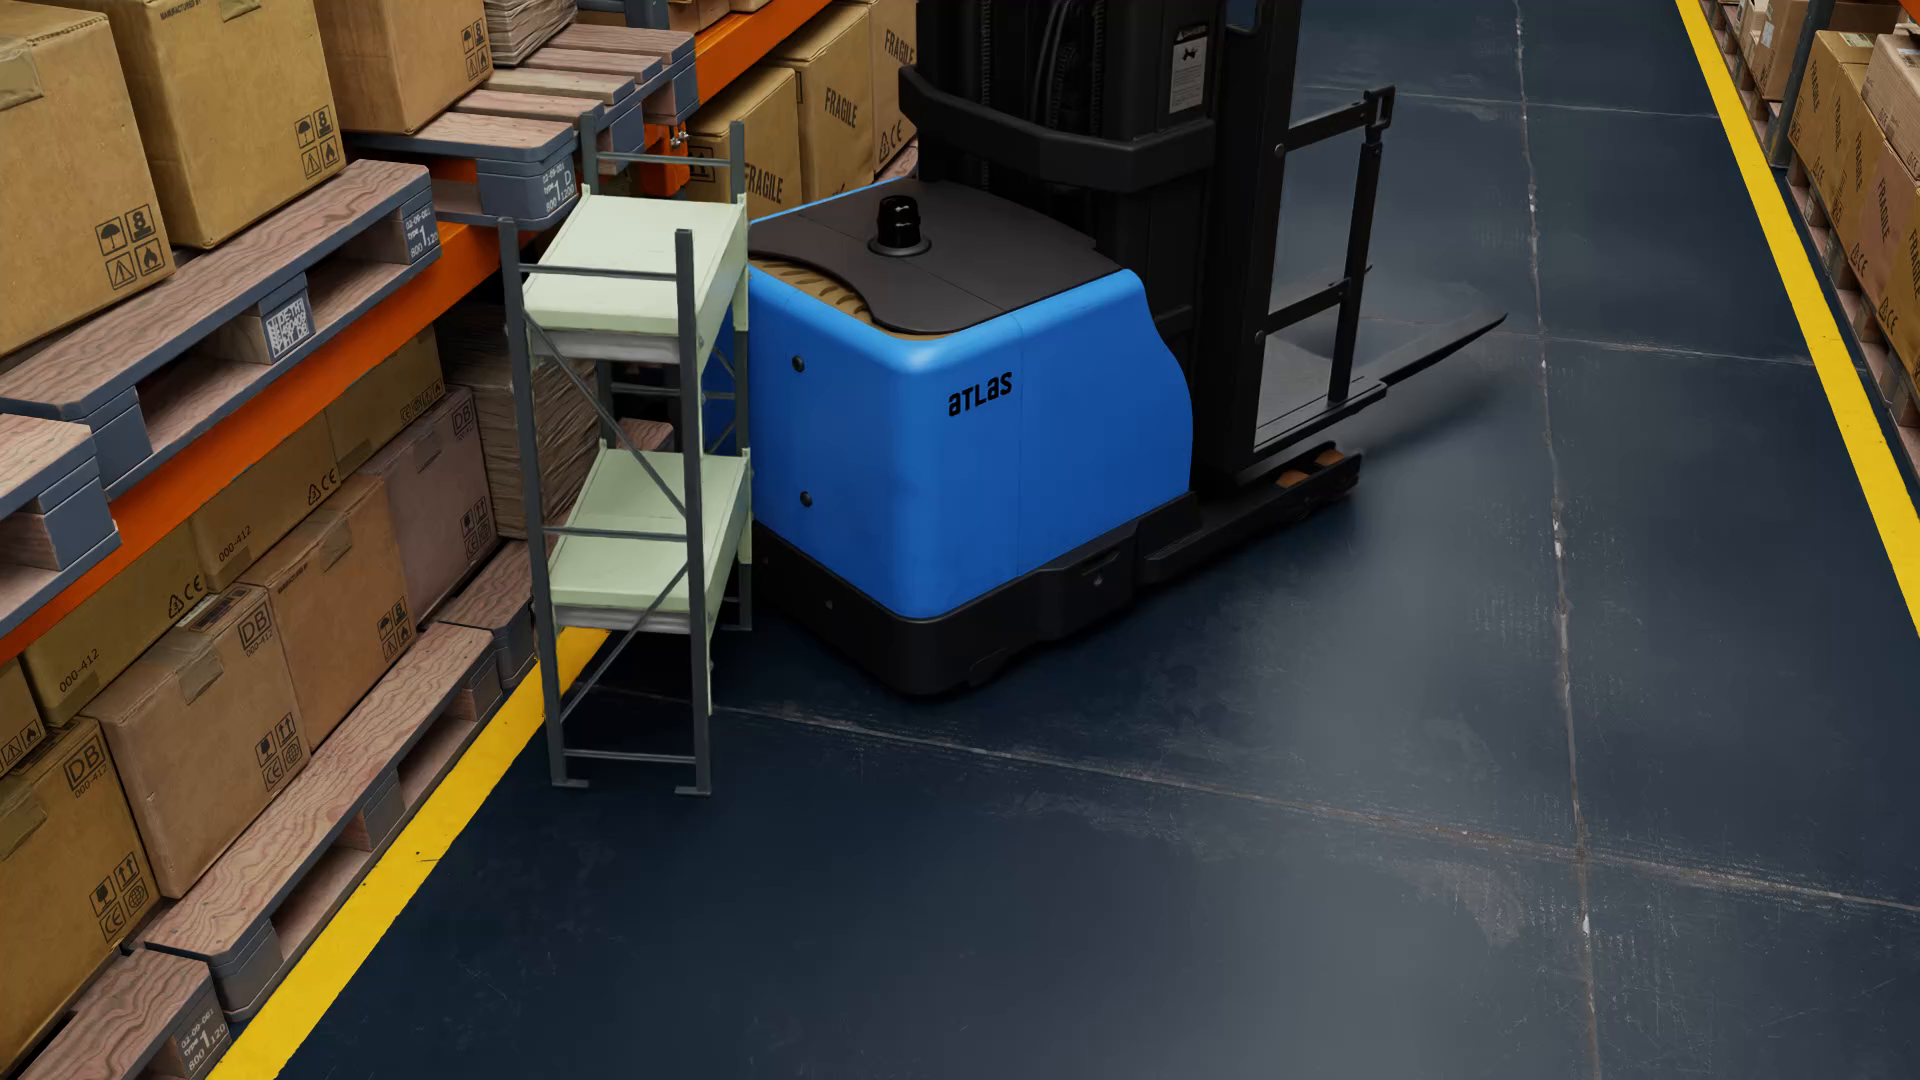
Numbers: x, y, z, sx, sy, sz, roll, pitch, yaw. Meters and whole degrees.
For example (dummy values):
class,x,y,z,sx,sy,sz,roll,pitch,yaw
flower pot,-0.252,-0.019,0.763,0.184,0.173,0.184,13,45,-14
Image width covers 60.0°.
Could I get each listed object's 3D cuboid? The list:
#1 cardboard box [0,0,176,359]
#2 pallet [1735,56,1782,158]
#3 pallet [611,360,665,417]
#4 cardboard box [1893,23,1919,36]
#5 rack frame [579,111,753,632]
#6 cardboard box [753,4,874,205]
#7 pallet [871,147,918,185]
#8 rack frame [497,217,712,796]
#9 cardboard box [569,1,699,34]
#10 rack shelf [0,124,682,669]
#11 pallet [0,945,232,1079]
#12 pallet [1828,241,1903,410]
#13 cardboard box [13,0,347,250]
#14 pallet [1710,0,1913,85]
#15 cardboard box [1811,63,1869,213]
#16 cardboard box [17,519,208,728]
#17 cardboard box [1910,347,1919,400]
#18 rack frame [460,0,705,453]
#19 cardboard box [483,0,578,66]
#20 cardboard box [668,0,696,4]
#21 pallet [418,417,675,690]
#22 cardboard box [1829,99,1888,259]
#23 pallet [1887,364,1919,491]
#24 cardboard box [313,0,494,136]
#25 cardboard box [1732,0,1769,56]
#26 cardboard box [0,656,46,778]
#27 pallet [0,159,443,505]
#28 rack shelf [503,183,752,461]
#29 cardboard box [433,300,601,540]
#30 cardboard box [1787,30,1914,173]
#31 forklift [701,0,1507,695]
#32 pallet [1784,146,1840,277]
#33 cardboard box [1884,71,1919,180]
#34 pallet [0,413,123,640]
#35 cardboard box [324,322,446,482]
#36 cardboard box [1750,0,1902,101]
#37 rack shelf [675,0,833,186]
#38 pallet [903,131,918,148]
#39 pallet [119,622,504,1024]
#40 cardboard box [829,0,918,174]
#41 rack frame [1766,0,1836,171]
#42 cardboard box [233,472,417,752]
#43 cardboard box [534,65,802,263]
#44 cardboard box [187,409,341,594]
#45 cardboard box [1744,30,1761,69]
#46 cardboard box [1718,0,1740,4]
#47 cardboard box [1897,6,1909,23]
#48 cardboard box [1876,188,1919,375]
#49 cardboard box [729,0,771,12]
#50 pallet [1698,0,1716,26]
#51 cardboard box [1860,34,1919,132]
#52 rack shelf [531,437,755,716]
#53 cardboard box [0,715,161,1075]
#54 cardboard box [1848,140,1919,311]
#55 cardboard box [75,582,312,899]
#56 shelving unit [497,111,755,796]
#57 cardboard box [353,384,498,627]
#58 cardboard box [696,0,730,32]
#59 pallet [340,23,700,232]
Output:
class,x,y,z,sx,sy,sz,roll,pitch,yaw
cardboard box,-1.936,-0.678,3.018,0.700,0.500,0.500,13,35,19
pallet,4.614,-2.214,8.537,1.003,0.211,1.213,8,33,12
pallet,-1.096,-0.854,6.396,1.003,0.211,1.213,8,33,12
cardboard box,4.964,-2.664,8.875,0.380,0.166,0.250,8,33,12
rack frame,-0.765,-0.390,4.444,0.400,1.500,0.023,4,31,0
cardboard box,-0.827,-1.719,6.771,0.750,0.750,0.750,8,33,12
pallet,-0.784,-1.485,7.389,1.003,0.211,1.213,8,33,12
rack frame,-0.791,-0.010,3.819,0.400,1.500,0.023,4,31,0
cardboard box,-1.061,-1.674,5.302,0.380,0.149,0.250,8,33,12
rack shelf,-1.876,-0.290,3.581,1.077,0.370,4.000,8,33,12
pallet,-2.188,1.216,3.140,1.003,0.211,1.213,8,33,12
pallet,3.961,-0.796,6.305,1.003,0.211,1.213,8,33,12
cardboard box,-1.773,-0.965,3.469,0.700,0.500,0.500,8,33,12
pallet,4.922,-2.849,9.536,1.003,0.211,1.213,8,33,12
cardboard box,3.956,-1.670,7.000,0.500,0.500,0.500,8,33,13
cardboard box,-1.976,0.113,3.497,0.500,0.250,0.500,7,33,11
cardboard box,3.434,-0.607,5.329,0.500,0.500,0.500,9,34,14
rack frame,-1.369,-1.632,5.021,1.000,3.000,0.127,8,33,12
cardboard box,-1.478,-1.614,4.490,0.700,0.500,0.500,4,33,7
cardboard box,-0.998,-2.025,5.251,0.500,0.500,0.500,9,34,14
pallet,-1.569,-0.050,5.131,1.003,0.211,1.213,8,33,12
cardboard box,3.822,-1.411,6.594,0.500,0.500,0.500,8,33,13
pallet,3.650,-0.165,5.313,1.003,0.211,1.213,8,33,12
cardboard box,-1.594,-1.321,4.028,0.700,0.500,0.500,5,33,8
cardboard box,4.499,-2.809,8.970,0.500,0.311,0.500,8,33,12
cardboard box,-2.105,0.383,3.072,0.500,0.250,0.500,7,33,11
pallet,-1.832,-0.518,3.448,1.003,0.211,1.213,8,33,12
rack shelf,-0.758,-0.533,3.928,0.431,0.370,0.720,4,31,0
cardboard box,-1.501,-0.382,4.975,0.700,0.500,0.500,8,33,13
cardboard box,4.080,-1.948,7.438,0.500,0.500,0.500,7,33,10
forklift,0.674,-1.484,4.853,3.031,2.935,1.130,-25,40,-34
pallet,4.269,-1.431,7.304,1.003,0.211,1.213,8,33,12
cardboard box,3.700,-1.485,6.011,0.500,0.250,0.500,7,33,11
pallet,-2.049,0.148,2.400,1.003,0.211,1.213,8,33,12
cardboard box,-1.706,-0.411,4.322,0.500,0.250,0.500,9,33,13
cardboard box,4.309,-2.500,8.307,0.500,0.500,0.500,8,33,12
rack shelf,-0.861,-2.366,6.847,1.077,0.370,4.000,8,33,12
pallet,-0.477,-2.120,8.388,1.003,0.211,1.213,8,33,12
pallet,-1.880,0.581,4.139,1.003,0.211,1.213,8,33,12
cardboard box,-0.616,-2.161,7.466,0.750,0.750,0.750,9,34,14
rack frame,4.439,-3.035,7.228,1.000,3.000,0.127,8,33,12
cardboard box,-1.843,0.131,4.167,0.700,0.500,0.500,8,33,12
cardboard box,-1.055,-1.266,6.057,0.750,0.750,0.750,8,33,12
cardboard box,-1.832,-0.144,3.901,0.500,0.250,0.500,8,33,12
cardboard box,4.346,-2.555,8.720,0.380,0.149,0.250,8,33,12
cardboard box,4.788,-3.374,9.914,0.500,0.250,0.500,8,33,12
cardboard box,4.911,-3.143,9.315,0.797,0.503,0.637,8,33,12
cardboard box,3.566,-0.876,5.752,0.500,0.500,0.500,7,33,11
cardboard box,-0.840,-1.930,5.705,0.380,0.149,0.250,9,34,14
pallet,5.233,-3.481,10.529,1.003,0.211,1.213,8,33,12
cardboard box,3.827,-1.746,6.421,0.500,0.250,0.500,8,33,12
rack shelf,-0.795,0.078,4.301,0.431,0.370,0.720,4,31,0
cardboard box,-2.131,0.654,3.345,0.700,0.500,0.500,7,33,11
cardboard box,3.693,-1.149,6.181,0.500,0.500,0.500,7,33,11
cardboard box,-1.962,0.395,3.753,0.700,0.500,0.500,8,33,13
shelving unit,-0.778,-0.200,4.132,0.431,1.500,0.755,4,31,0
cardboard box,-1.744,-0.130,4.579,0.700,0.500,0.500,8,33,12
cardboard box,-0.989,-1.803,5.506,0.380,0.149,0.250,8,33,13
pallet,-1.447,-1.167,4.468,1.213,0.211,1.003,8,33,12
